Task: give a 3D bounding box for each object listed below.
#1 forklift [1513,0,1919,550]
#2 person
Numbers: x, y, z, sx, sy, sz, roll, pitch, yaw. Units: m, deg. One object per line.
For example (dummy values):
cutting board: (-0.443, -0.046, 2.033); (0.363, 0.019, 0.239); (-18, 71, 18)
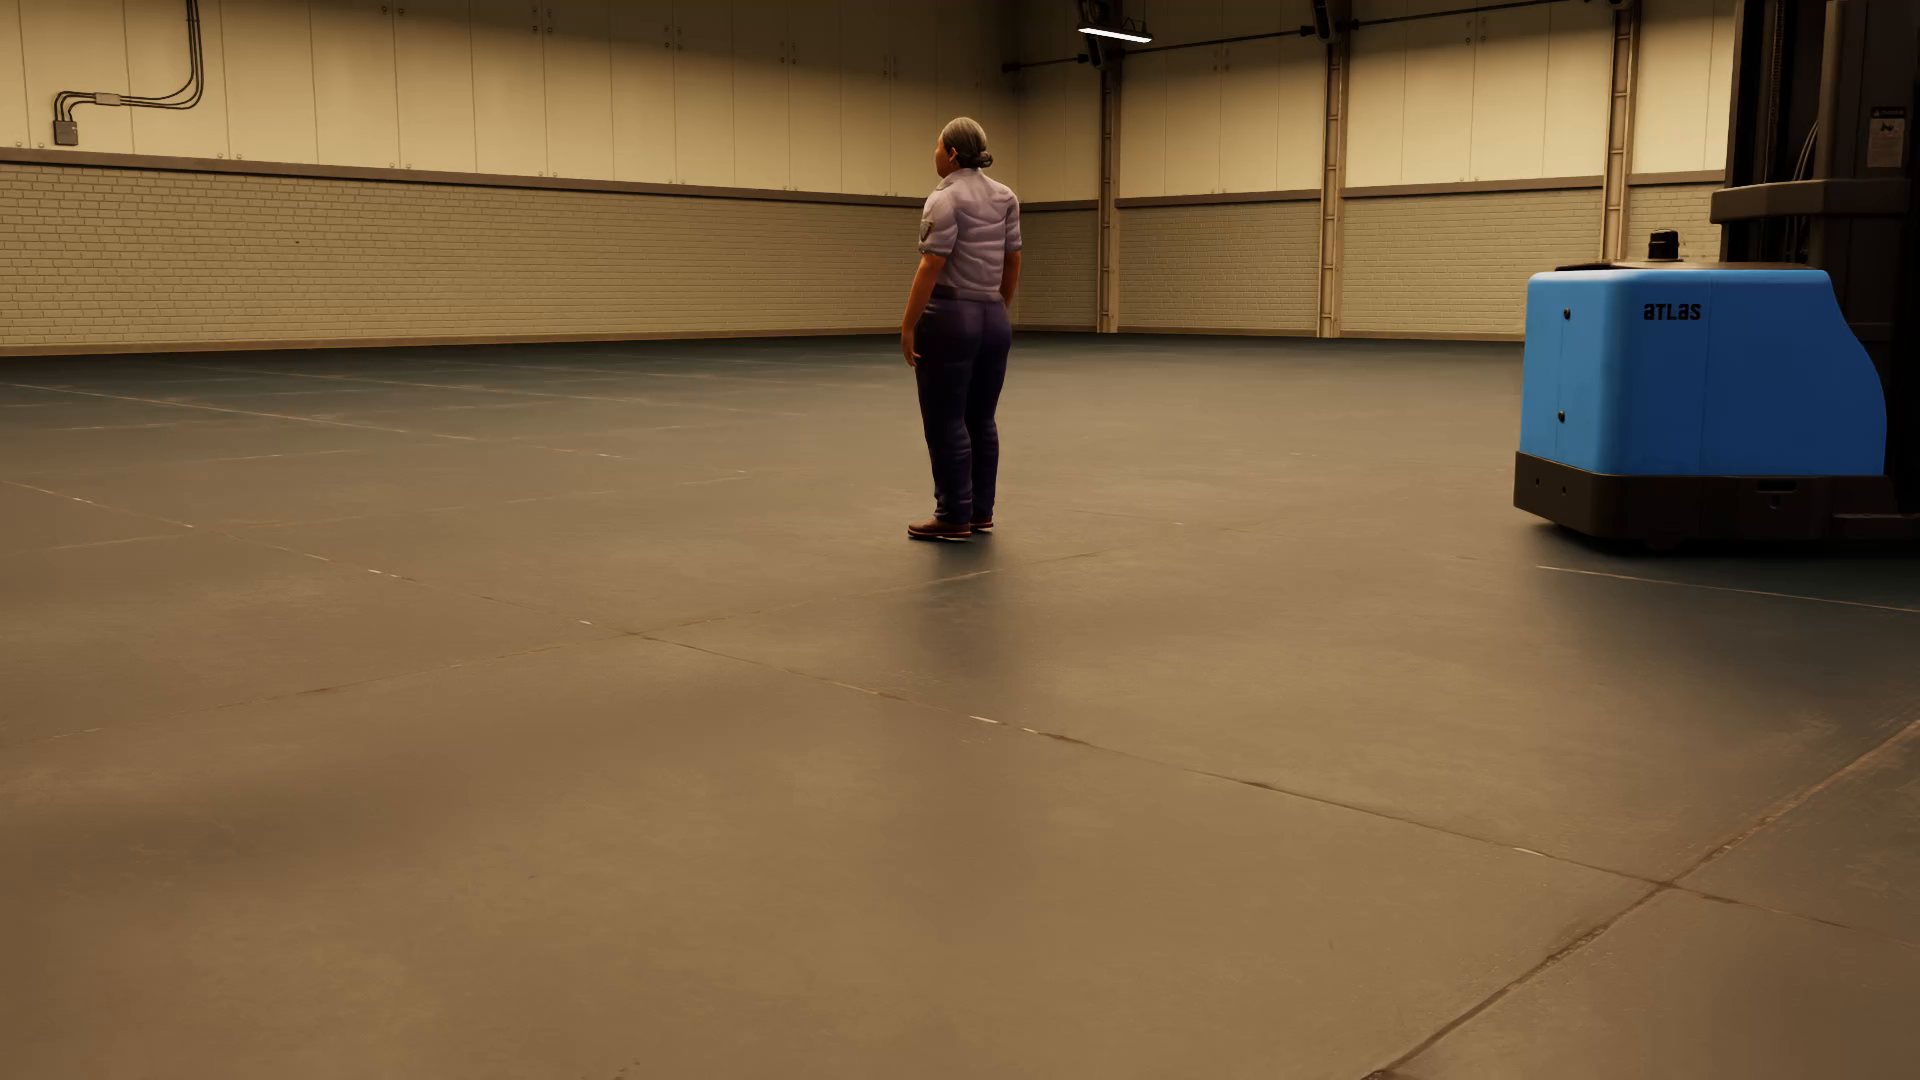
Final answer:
forklift: (3.913, -1.460, 6.570); (3.031, 2.935, 1.130); (0, 9, 0)
person: (-0.048, -0.834, 6.671); (0.503, 1.651, 0.598); (8, 12, 43)
